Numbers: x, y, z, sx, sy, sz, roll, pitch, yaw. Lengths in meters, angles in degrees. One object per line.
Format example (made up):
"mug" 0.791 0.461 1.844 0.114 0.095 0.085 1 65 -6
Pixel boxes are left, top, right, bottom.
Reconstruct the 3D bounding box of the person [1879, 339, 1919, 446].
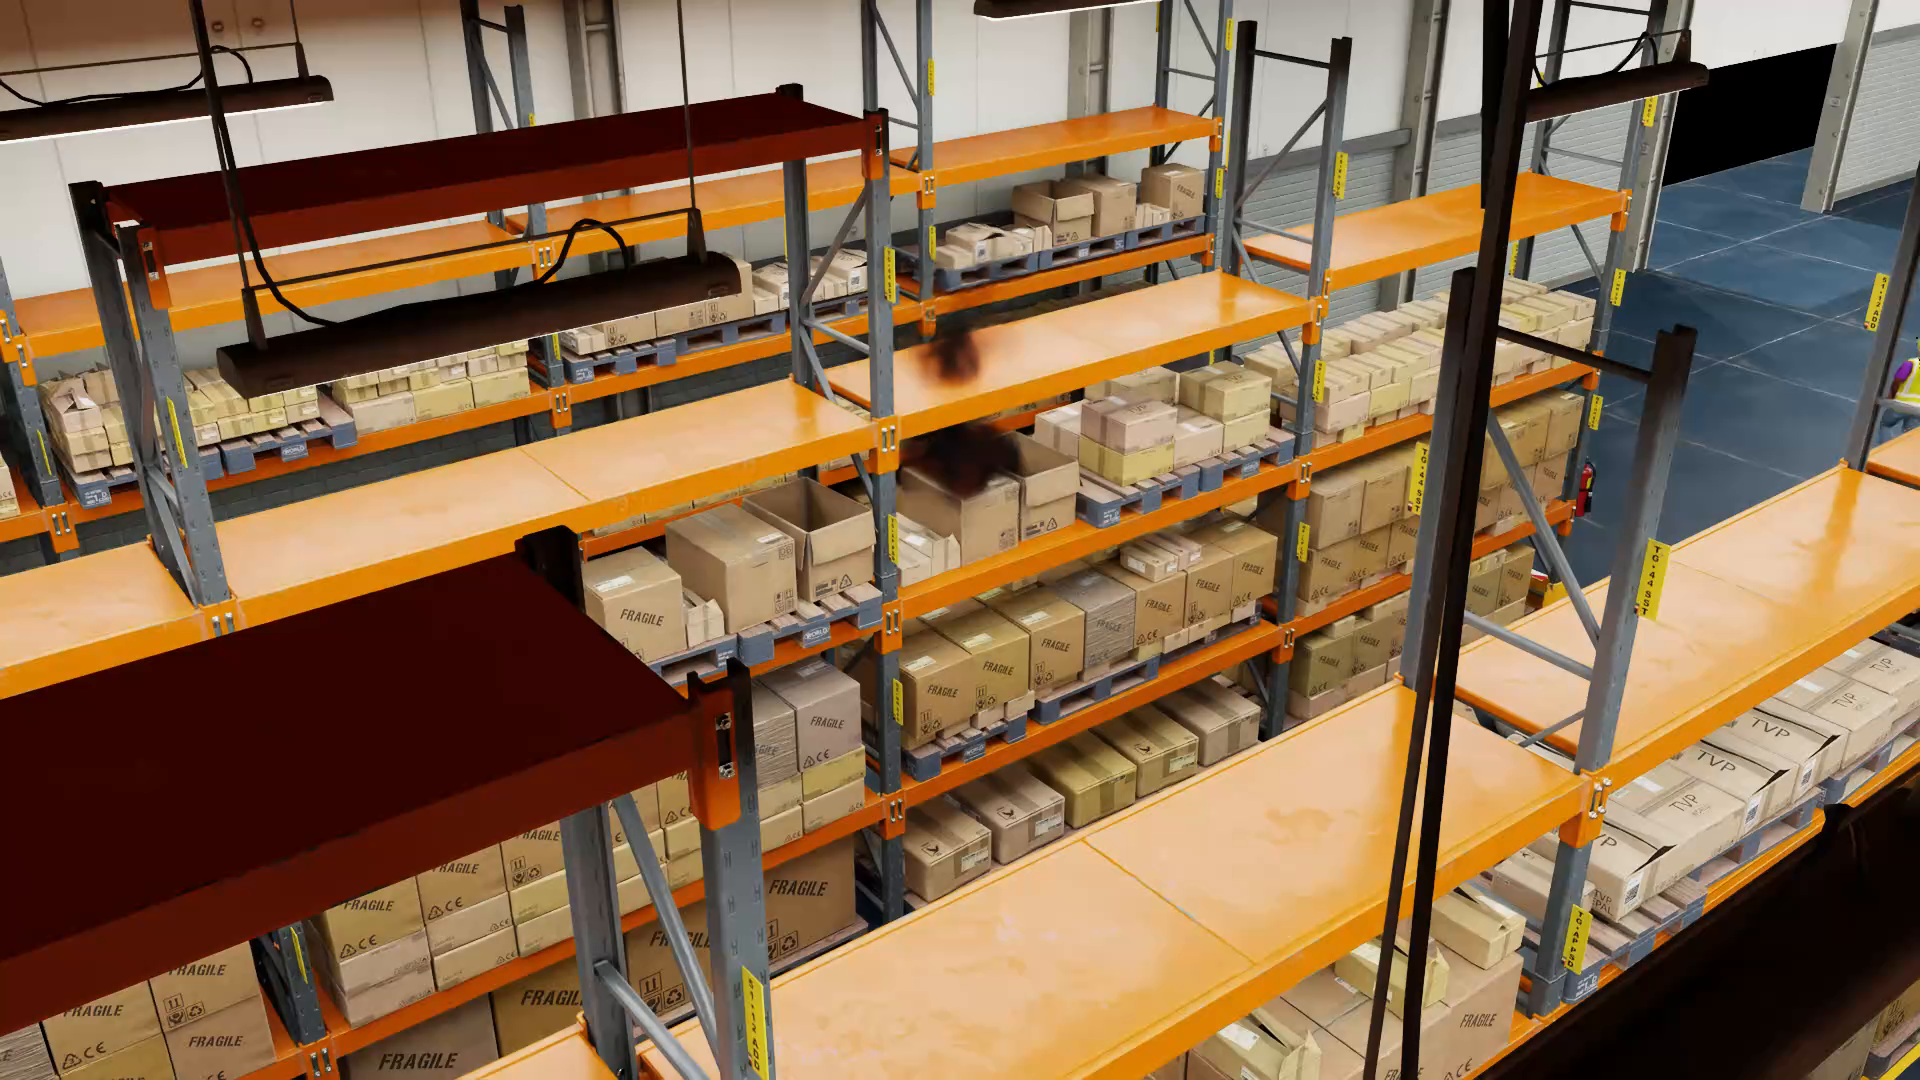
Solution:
"person" 10.973 -1.518 19.233 0.671 1.806 0.738 5 27 11
